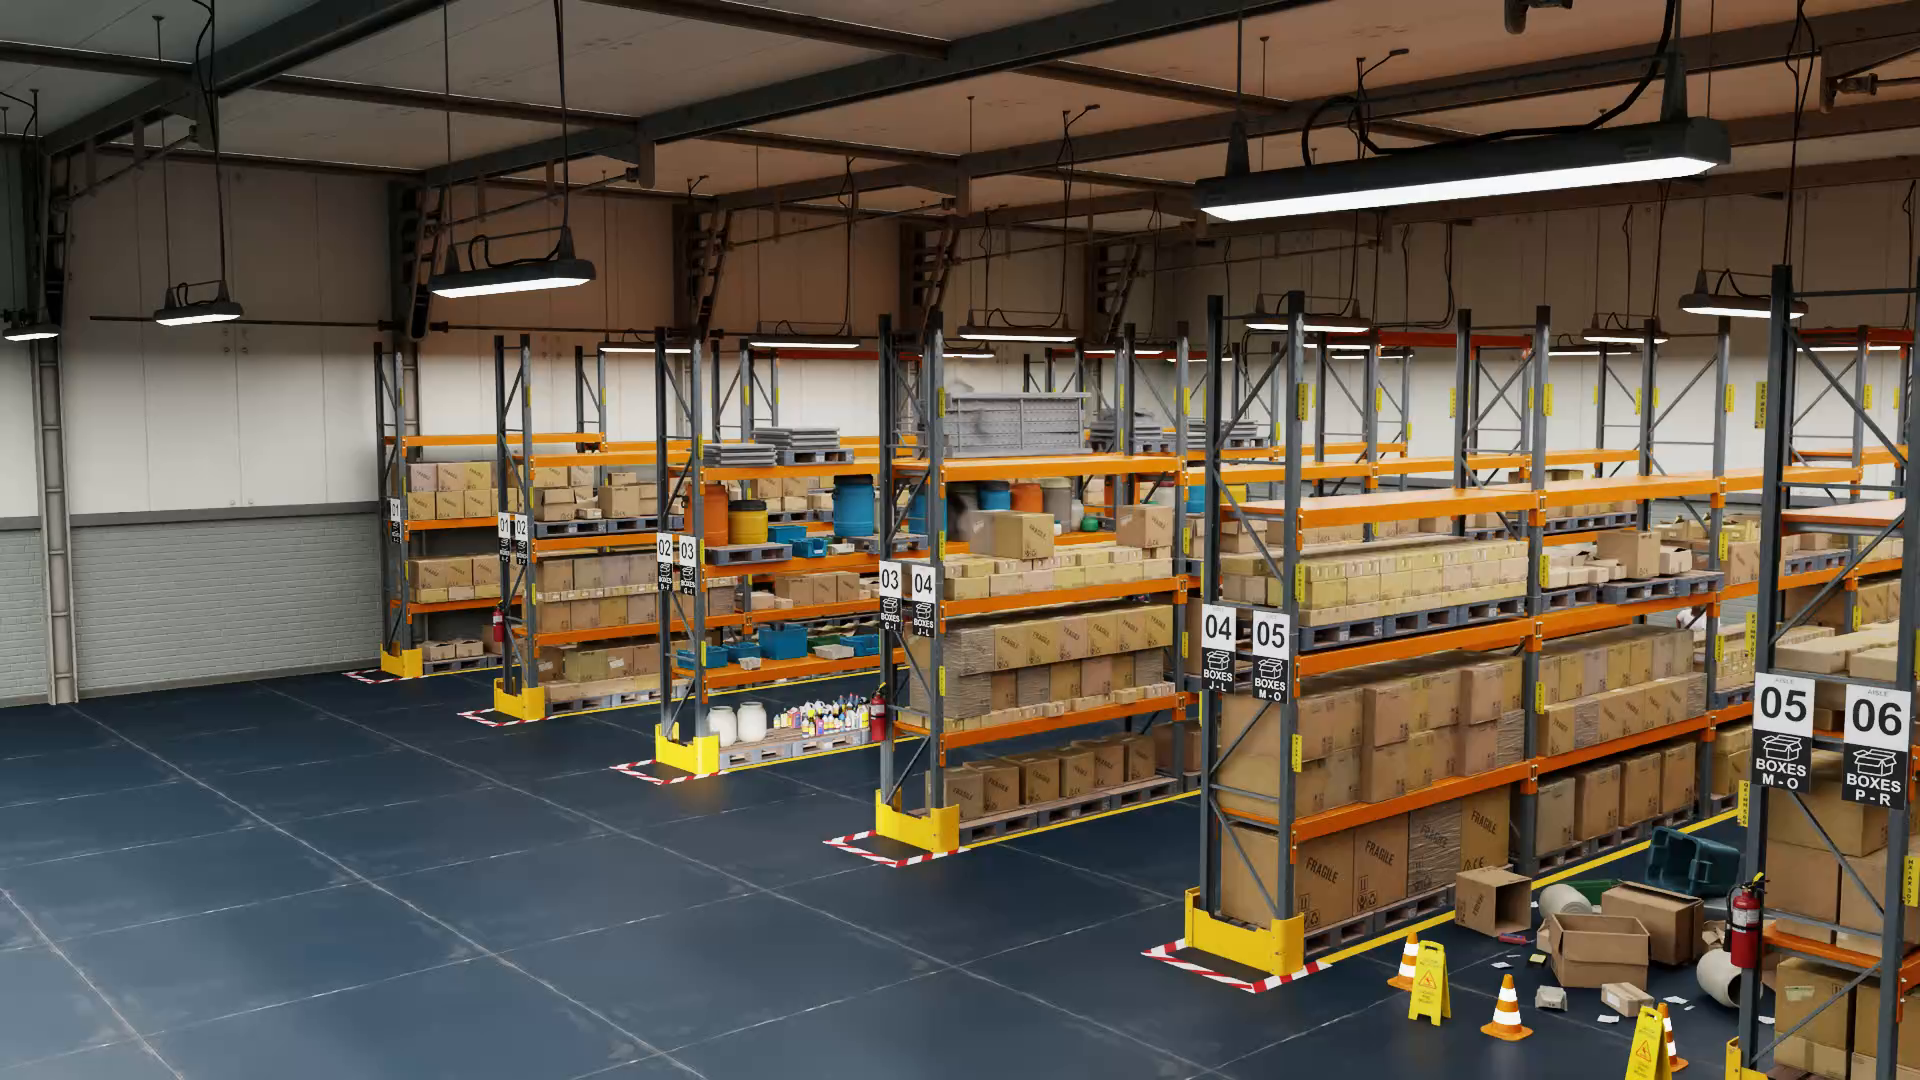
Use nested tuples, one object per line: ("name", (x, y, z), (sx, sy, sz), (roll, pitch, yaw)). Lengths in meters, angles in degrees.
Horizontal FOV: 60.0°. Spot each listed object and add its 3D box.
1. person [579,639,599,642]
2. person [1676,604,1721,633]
("person", (-6.448, 1.599, 29.049), (0.977, 1.762, 0.654), (-4, 7, -37))
("person", (12.219, 1.788, 27.567), (0.789, 1.803, 0.698), (4, 7, 39))
